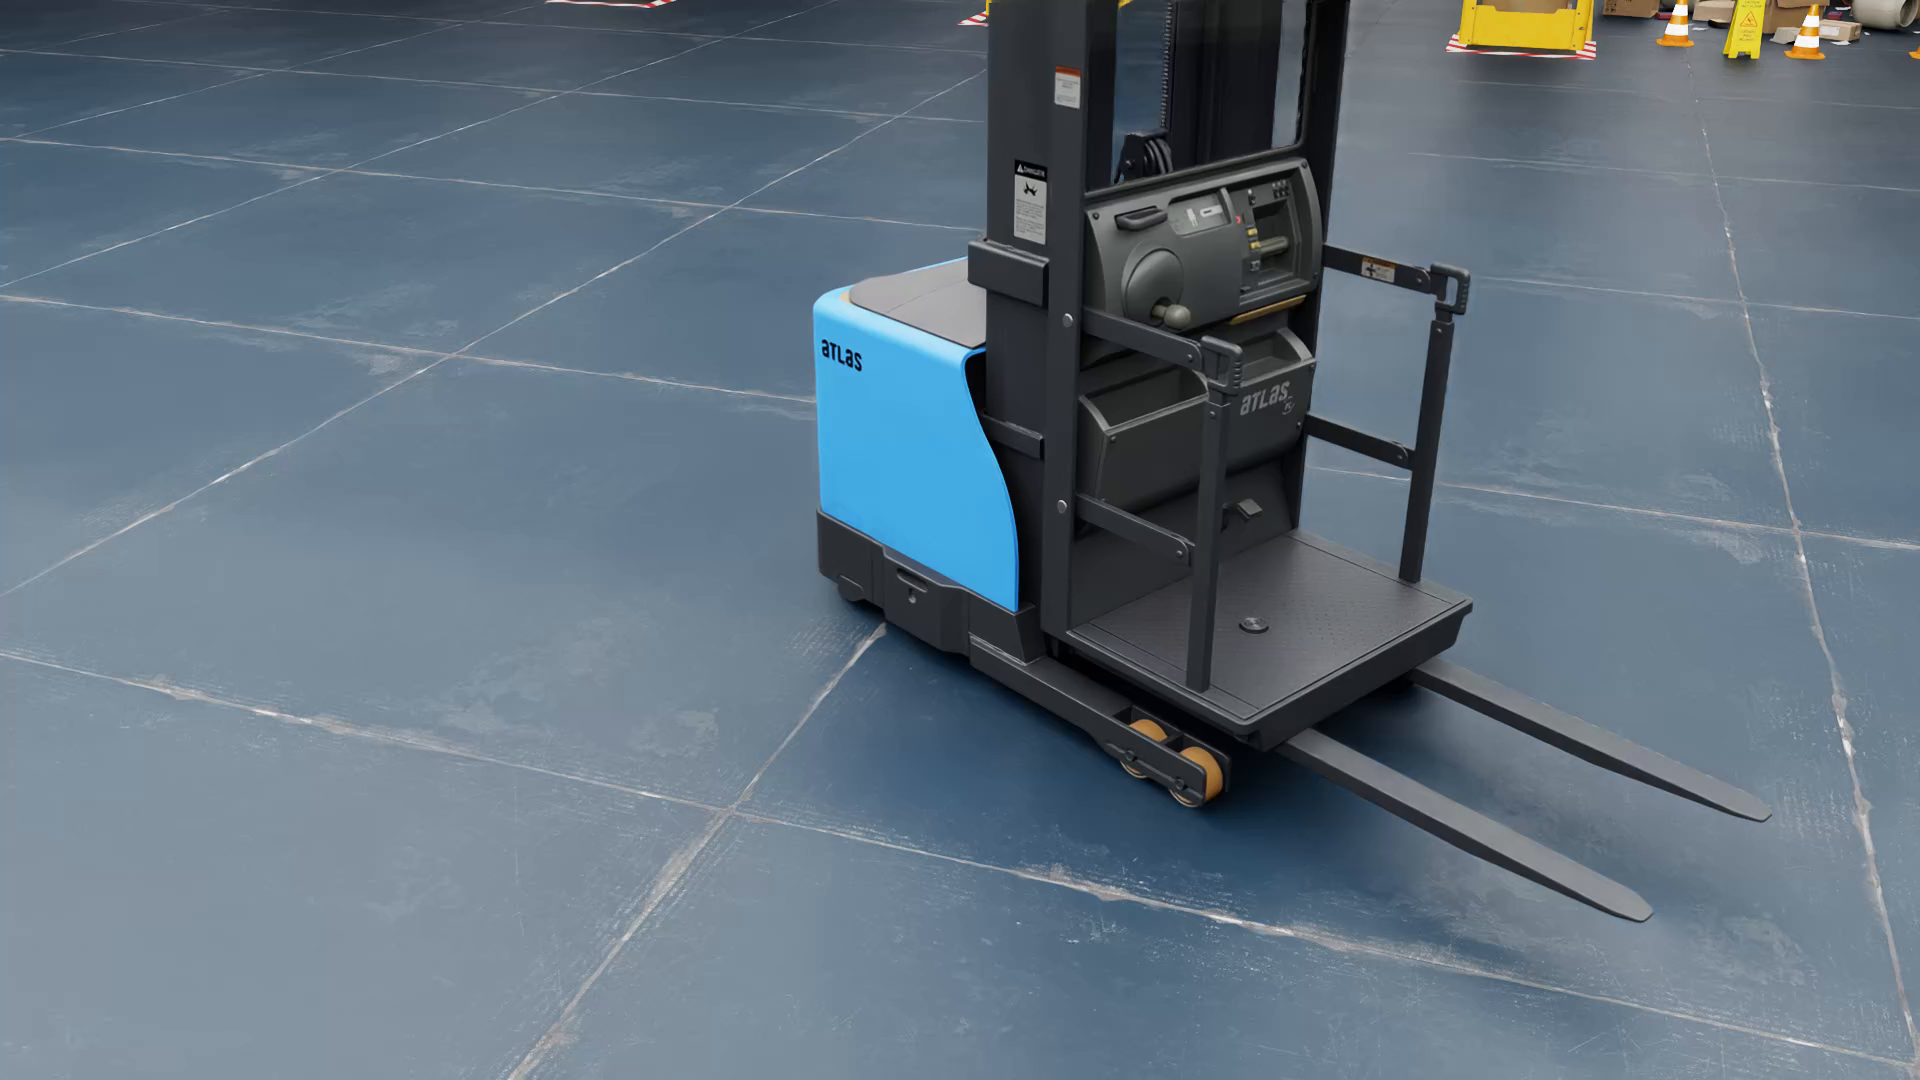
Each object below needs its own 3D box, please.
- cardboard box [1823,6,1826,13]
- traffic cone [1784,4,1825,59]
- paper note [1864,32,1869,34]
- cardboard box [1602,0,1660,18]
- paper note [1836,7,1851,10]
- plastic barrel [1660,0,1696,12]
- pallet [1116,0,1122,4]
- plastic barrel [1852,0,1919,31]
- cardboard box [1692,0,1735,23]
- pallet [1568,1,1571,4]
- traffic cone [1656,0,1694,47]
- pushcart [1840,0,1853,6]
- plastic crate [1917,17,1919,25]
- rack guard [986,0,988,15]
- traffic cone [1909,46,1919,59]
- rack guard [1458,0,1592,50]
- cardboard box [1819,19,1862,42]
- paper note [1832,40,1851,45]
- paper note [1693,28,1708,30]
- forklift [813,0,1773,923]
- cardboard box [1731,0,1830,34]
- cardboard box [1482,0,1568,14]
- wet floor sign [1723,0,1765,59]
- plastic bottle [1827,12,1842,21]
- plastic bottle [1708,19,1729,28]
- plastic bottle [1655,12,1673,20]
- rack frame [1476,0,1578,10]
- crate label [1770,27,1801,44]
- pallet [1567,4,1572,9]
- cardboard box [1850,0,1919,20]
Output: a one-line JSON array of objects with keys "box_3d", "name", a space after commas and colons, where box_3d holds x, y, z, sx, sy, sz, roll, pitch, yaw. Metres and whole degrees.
[{"box_3d": [9.230, -5.918, 18.168, 0.258, 0.266, 0.396, -9, 27, -18], "name": "cardboard box"}, {"box_3d": [7.961, -4.771, 15.574, 0.336, 0.463, 0.334, 9, 27, 17], "name": "traffic cone"}, {"box_3d": [9.175, -5.125, 16.823, 0.032, 0.001, 0.123, 9, 27, 17], "name": "paper note"}, {"box_3d": [7.275, -5.938, 17.937, 0.500, 0.500, 0.500, 14, 29, 26], "name": "cardboard box"}, {"box_3d": [9.740, -5.865, 18.329, 0.148, 0.019, 0.142, 9, 27, 17], "name": "paper note"}, {"box_3d": [7.893, -6.000, 18.157, 0.421, 0.421, 0.512, -14, 29, -27], "name": "plastic barrel"}, {"box_3d": [1.178, -6.070, 18.545, 1.003, 0.211, 1.213, 9, 27, 17], "name": "pallet"}, {"box_3d": [9.454, -5.437, 16.994, 0.421, 0.421, 0.512, -14, 29, -27], "name": "plastic barrel"}, {"box_3d": [7.988, -5.644, 17.603, 0.396, 0.266, 0.258, 14, 29, 26], "name": "cardboard box"}, {"box_3d": [6.092, -5.789, 17.964, 1.003, 0.211, 1.213, 9, 27, 17], "name": "pallet"}, {"box_3d": [7.008, -5.075, 16.201, 0.336, 0.463, 0.334, 9, 27, 17], "name": "traffic cone"}, {"box_3d": [9.358, -6.302, 18.832, 1.648, 0.377, 0.936, 0, 26, -1], "name": "pushcart"}, {"box_3d": [10.229, -5.332, 17.170, 0.402, 0.080, 0.583, 0, 26, -1], "name": "plastic crate"}, {"box_3d": [0.874, -5.871, 17.803, 1.175, 0.500, 0.348, 9, 27, 17], "name": "rack guard"}, {"box_3d": [9.121, -4.750, 15.530, 0.336, 0.463, 0.334, 9, 27, 17], "name": "traffic cone"}, {"box_3d": [5.484, -5.070, 16.147, 1.175, 0.500, 0.348, 9, 27, 17], "name": "rack guard"}, {"box_3d": [8.725, -5.076, 16.564, 0.250, 0.149, 0.380, -20, 33, -36], "name": "cardboard box"}, {"box_3d": [8.631, -4.869, 16.271, 0.148, 0.019, 0.142, 0, 26, -1], "name": "paper note"}, {"box_3d": [7.601, -5.248, 17.057, 0.144, 0.017, 0.142, 20, 32, 35], "name": "paper note"}, {"box_3d": [0.849, -0.816, 4.572, 1.130, 2.935, 3.031, -21, 33, -36], "name": "forklift"}, {"box_3d": [8.391, -5.494, 17.019, 0.797, 0.503, 0.637, -9, 27, -18], "name": "cardboard box"}, {"box_3d": [5.656, -5.725, 16.589, 0.875, 0.875, 0.875, 9, 27, 18], "name": "cardboard box"}, {"box_3d": [7.350, -4.846, 15.518, 0.267, 0.644, 0.232, 4, 26, 8], "name": "wet floor sign"}, {"box_3d": [9.327, -5.591, 17.727, 0.133, 0.061, 0.283, 14, 29, 26], "name": "plastic bottle"}, {"box_3d": [7.858, -5.366, 17.262, 0.133, 0.061, 0.283, 0, 26, -1], "name": "plastic bottle"}, {"box_3d": [7.566, -5.579, 17.703, 0.283, 0.061, 0.133, 0, 26, -1], "name": "plastic bottle"}, {"box_3d": [5.492, -6.204, 15.622, 1.000, 3.000, 0.127, 9, 27, 17], "name": "rack frame"}, {"box_3d": [8.164, -4.957, 16.330, 0.250, 0.136, 0.298, -5, 26, -9], "name": "crate label"}, {"box_3d": [5.685, -5.289, 16.932, 1.003, 0.211, 1.213, 9, 27, 17], "name": "pallet"}, {"box_3d": [9.885, -5.805, 17.663, 0.500, 0.500, 0.500, -14, 29, -27], "name": "cardboard box"}]
